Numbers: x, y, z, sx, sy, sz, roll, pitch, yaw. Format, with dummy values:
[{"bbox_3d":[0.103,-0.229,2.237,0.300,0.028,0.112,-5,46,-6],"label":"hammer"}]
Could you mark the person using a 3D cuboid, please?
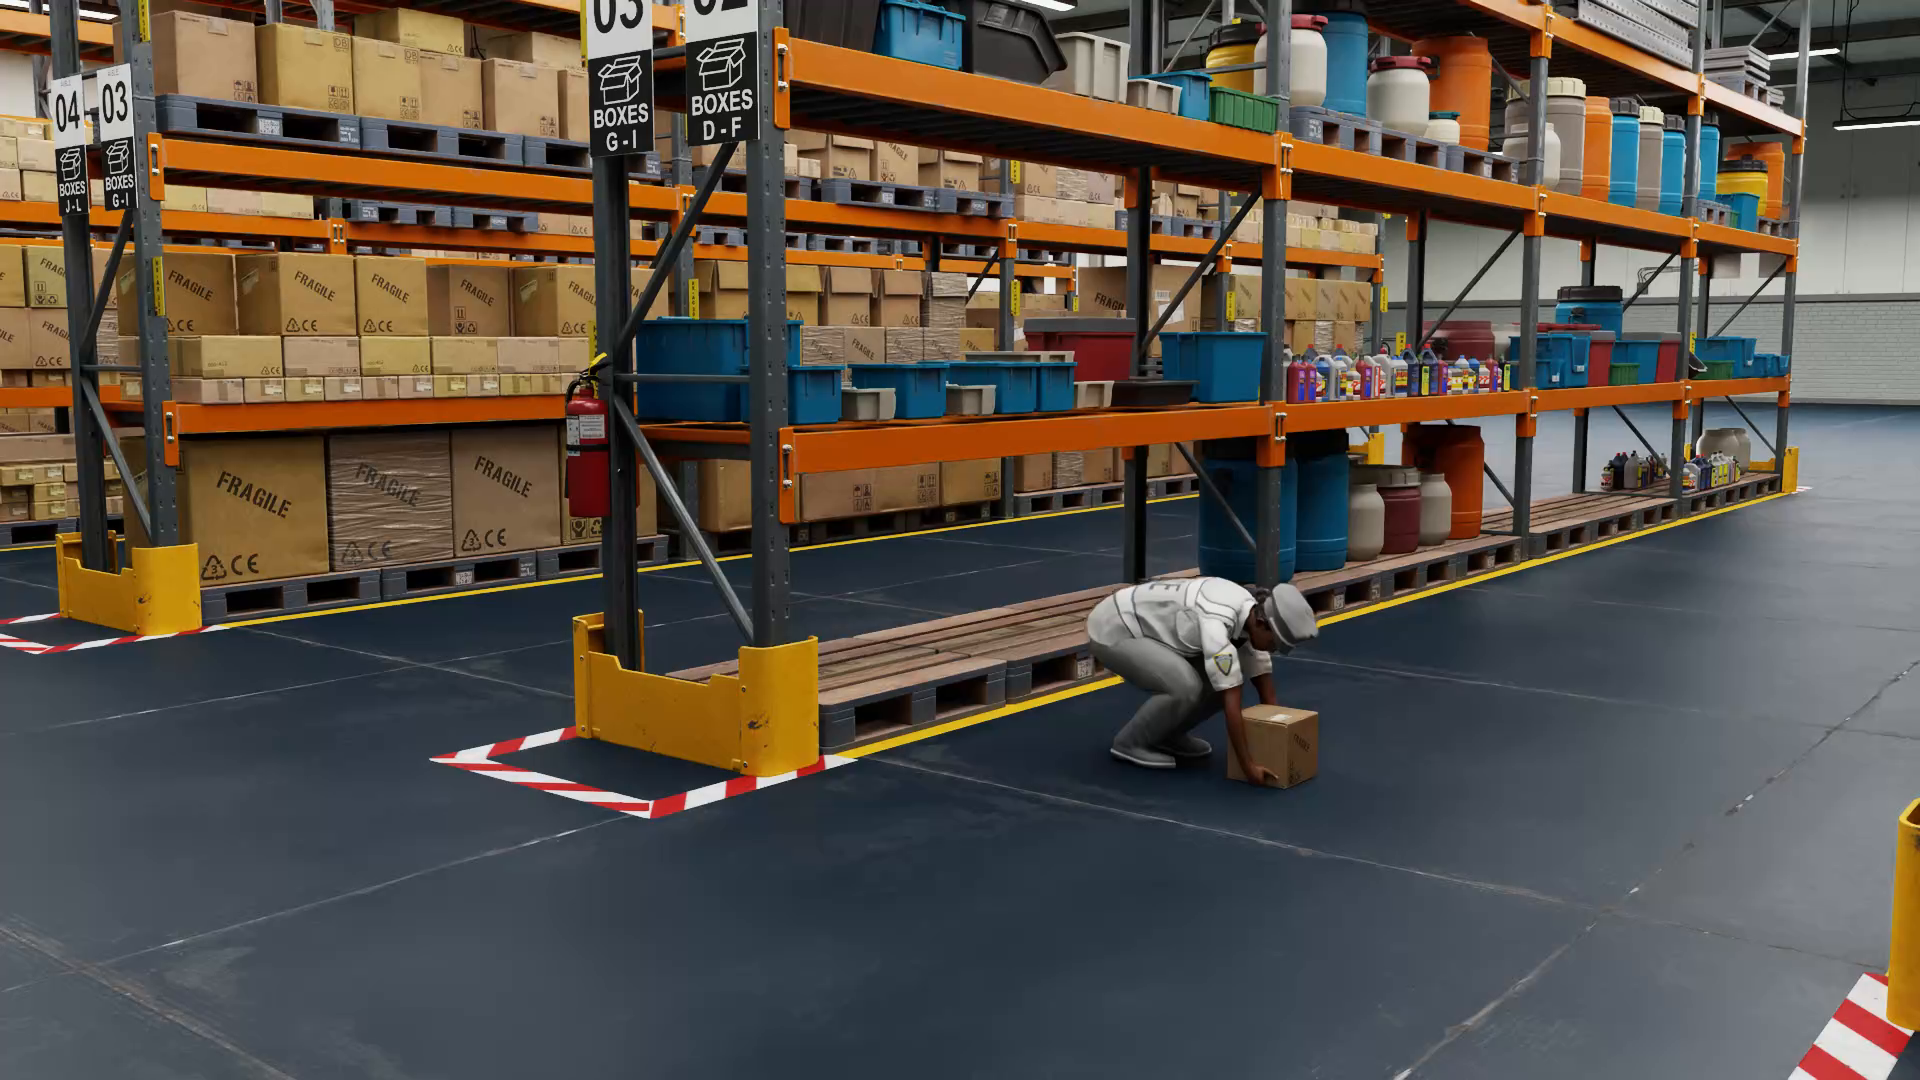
[{"bbox_3d":[0.942,0.524,6.518,0.926,0.763,0.457,5,8,37],"label":"person"}]
